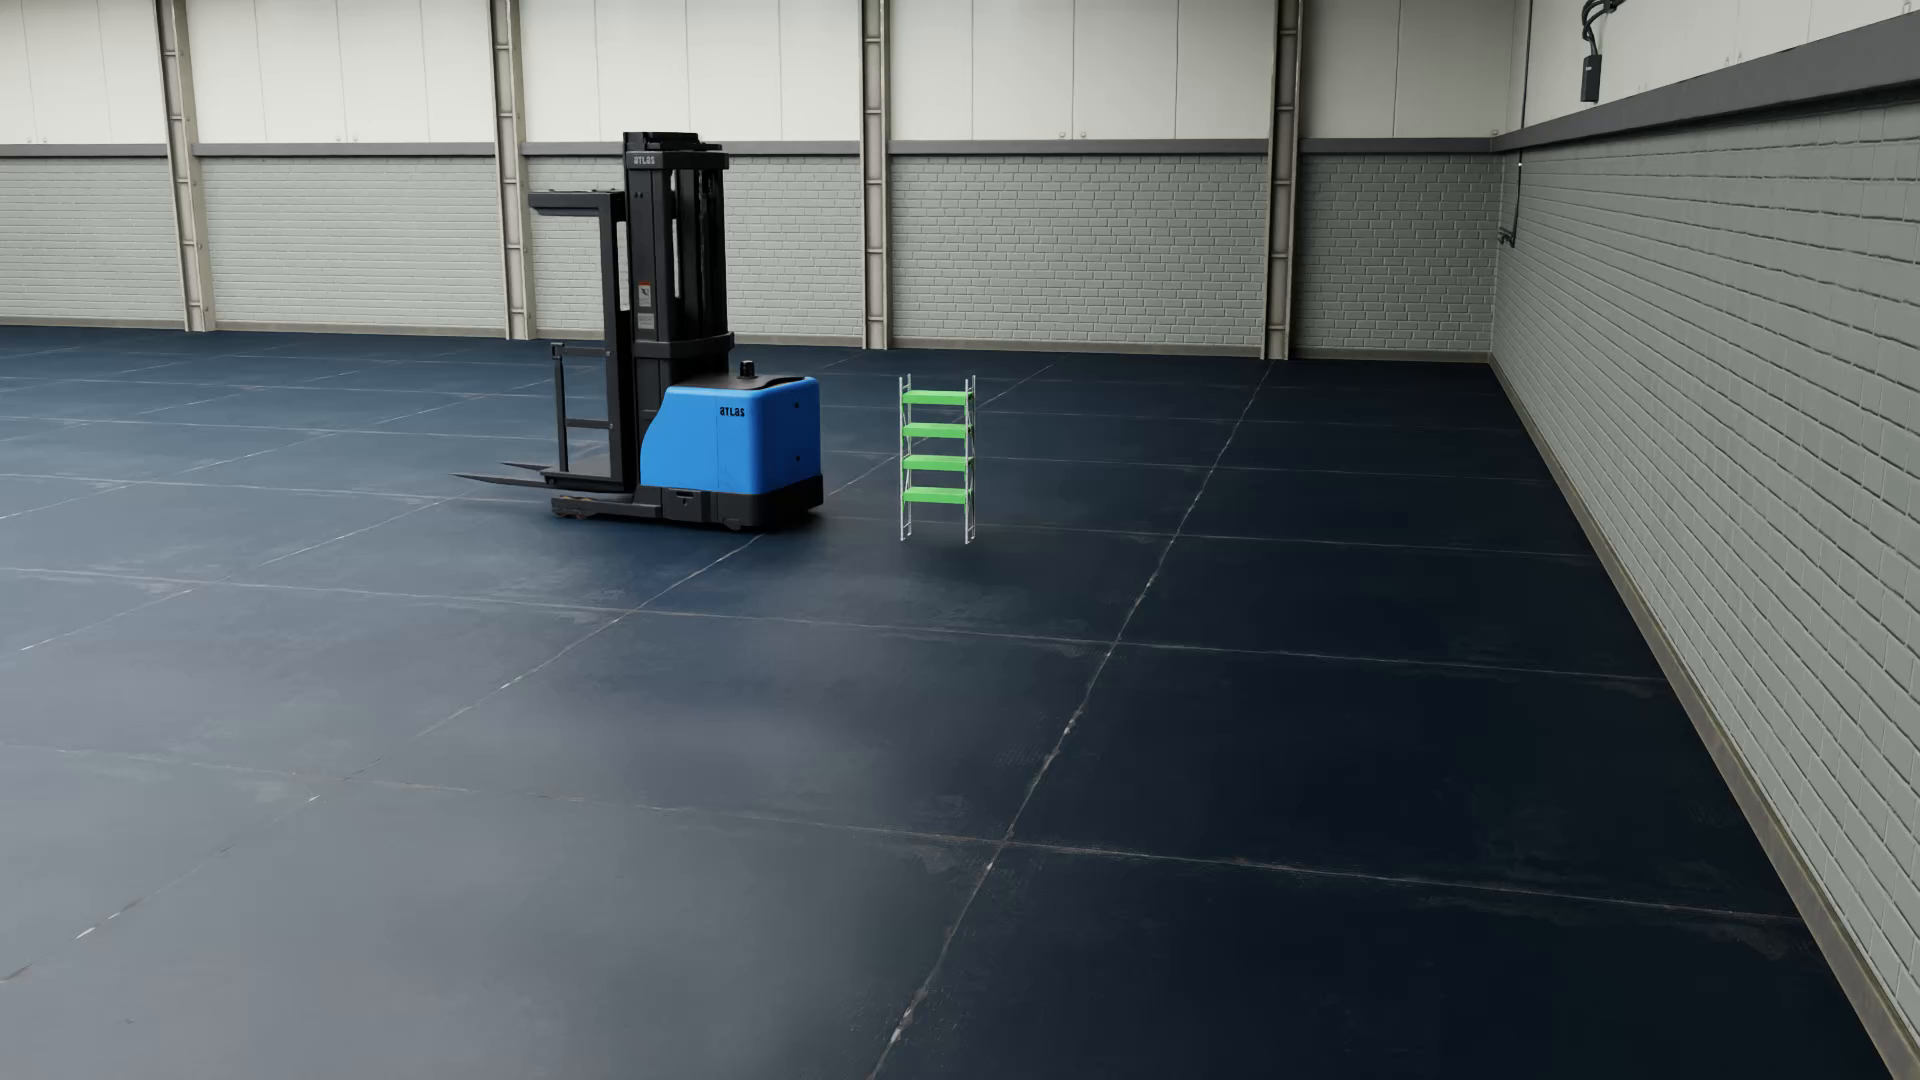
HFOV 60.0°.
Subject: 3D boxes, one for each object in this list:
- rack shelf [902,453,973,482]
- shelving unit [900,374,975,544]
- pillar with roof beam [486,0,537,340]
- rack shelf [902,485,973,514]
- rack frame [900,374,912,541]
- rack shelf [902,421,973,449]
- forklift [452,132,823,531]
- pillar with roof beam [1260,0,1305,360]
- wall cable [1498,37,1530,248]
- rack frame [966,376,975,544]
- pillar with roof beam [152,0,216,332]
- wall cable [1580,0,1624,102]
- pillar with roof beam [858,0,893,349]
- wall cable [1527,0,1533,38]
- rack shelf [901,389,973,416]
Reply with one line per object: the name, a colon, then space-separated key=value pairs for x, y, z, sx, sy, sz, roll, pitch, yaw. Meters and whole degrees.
rack shelf: x=-0.161 y=-0.532 z=12.156 sx=0.480 sy=0.148 sz=0.258 roll=3 pitch=13 yaw=14
shelving unit: x=-0.161 y=-0.594 z=12.143 sx=0.503 sy=1.200 sz=0.258 roll=3 pitch=13 yaw=14
pillar with roof beam: x=-8.119 y=-6.741 z=21.842 sx=0.400 sy=9.000 sz=9.100 roll=3 pitch=13 yaw=14
rack shelf: x=-0.161 y=-0.298 z=12.208 sx=0.480 sy=0.148 sz=0.258 roll=3 pitch=13 yaw=14
rack frame: x=-0.398 y=-0.607 z=12.200 sx=0.015 sy=1.200 sz=0.240 roll=3 pitch=13 yaw=14
rack shelf: x=-0.161 y=-0.766 z=12.104 sx=0.480 sy=0.148 sz=0.258 roll=3 pitch=13 yaw=14
forklift: x=-2.650 y=-1.689 z=13.080 sx=3.031 sy=2.935 sz=1.130 roll=5 pitch=14 yaw=23
pillar with roof beam: x=3.531 y=-6.118 z=19.035 sx=0.400 sy=9.000 sz=9.100 roll=3 pitch=13 yaw=14
wall cable: x=7.106 y=-5.077 z=21.509 sx=0.112 sy=2.526 sz=3.097 roll=3 pitch=13 yaw=14
rack frame: x=0.076 y=-0.582 z=12.085 sx=0.015 sy=1.200 sz=0.240 roll=3 pitch=13 yaw=14
pillar with roof beam: x=-13.944 y=-7.052 z=23.245 sx=0.400 sy=9.000 sz=9.100 roll=3 pitch=13 yaw=14
wall cable: x=4.816 y=-6.257 z=11.810 sx=0.169 sy=6.003 sz=2.305 roll=3 pitch=13 yaw=14
pillar with roof beam: x=-2.294 y=-6.430 z=20.438 sx=0.400 sy=9.000 sz=9.100 roll=3 pitch=13 yaw=14
wall cable: x=6.458 y=-6.973 z=18.398 sx=0.112 sy=2.526 sz=3.097 roll=3 pitch=13 yaw=14
rack shelf: x=-0.161 y=-1.001 z=12.052 sx=0.480 sy=0.148 sz=0.258 roll=3 pitch=13 yaw=14
